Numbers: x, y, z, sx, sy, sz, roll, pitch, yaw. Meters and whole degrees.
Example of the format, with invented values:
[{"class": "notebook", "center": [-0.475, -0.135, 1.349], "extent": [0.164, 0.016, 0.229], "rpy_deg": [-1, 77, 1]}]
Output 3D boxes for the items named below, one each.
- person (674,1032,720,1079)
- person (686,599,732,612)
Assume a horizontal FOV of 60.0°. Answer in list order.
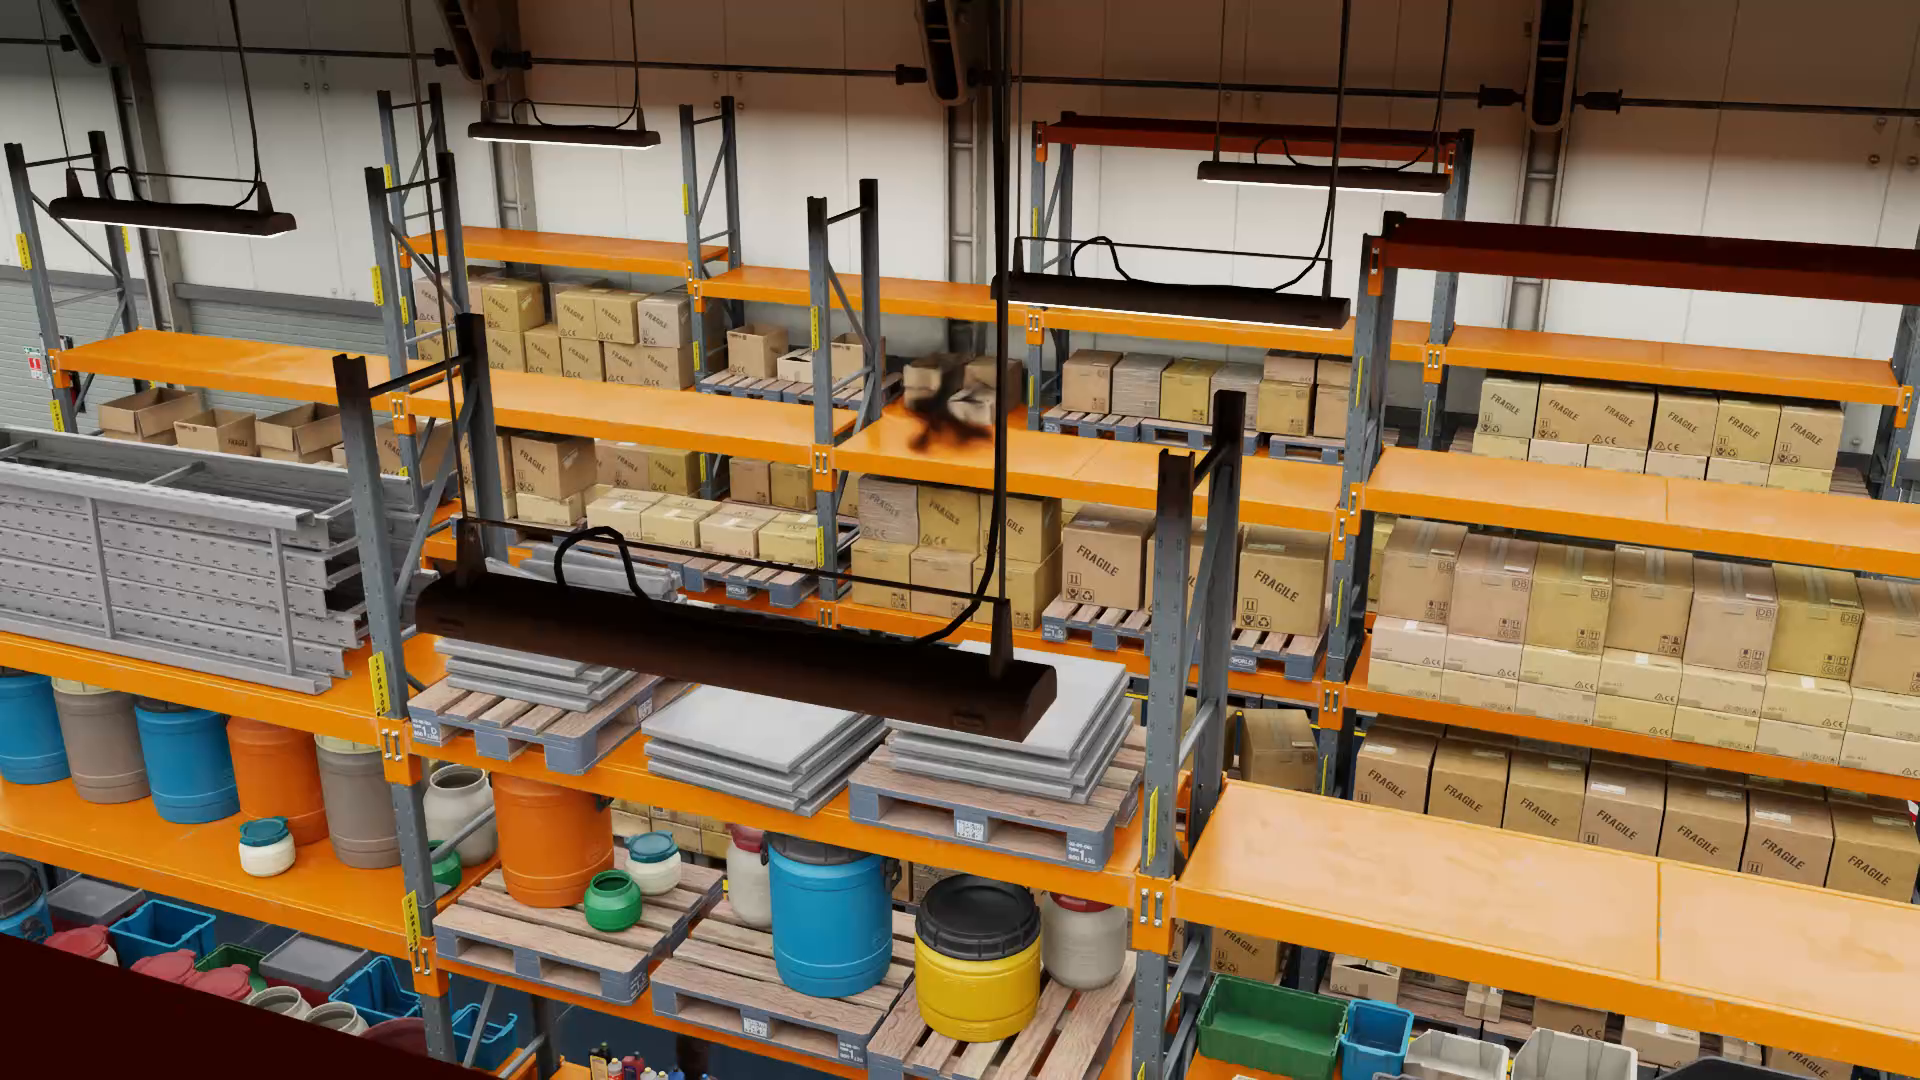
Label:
[{"class": "person", "center": [-1.748, 3.293, 11.322], "extent": [0.915, 1.699, 0.667], "rpy_deg": [8, 22, 20]}, {"class": "person", "center": [-2.671, 1.110, 17.022], "extent": [0.781, 1.843, 0.628], "rpy_deg": [7, 22, 18]}]
